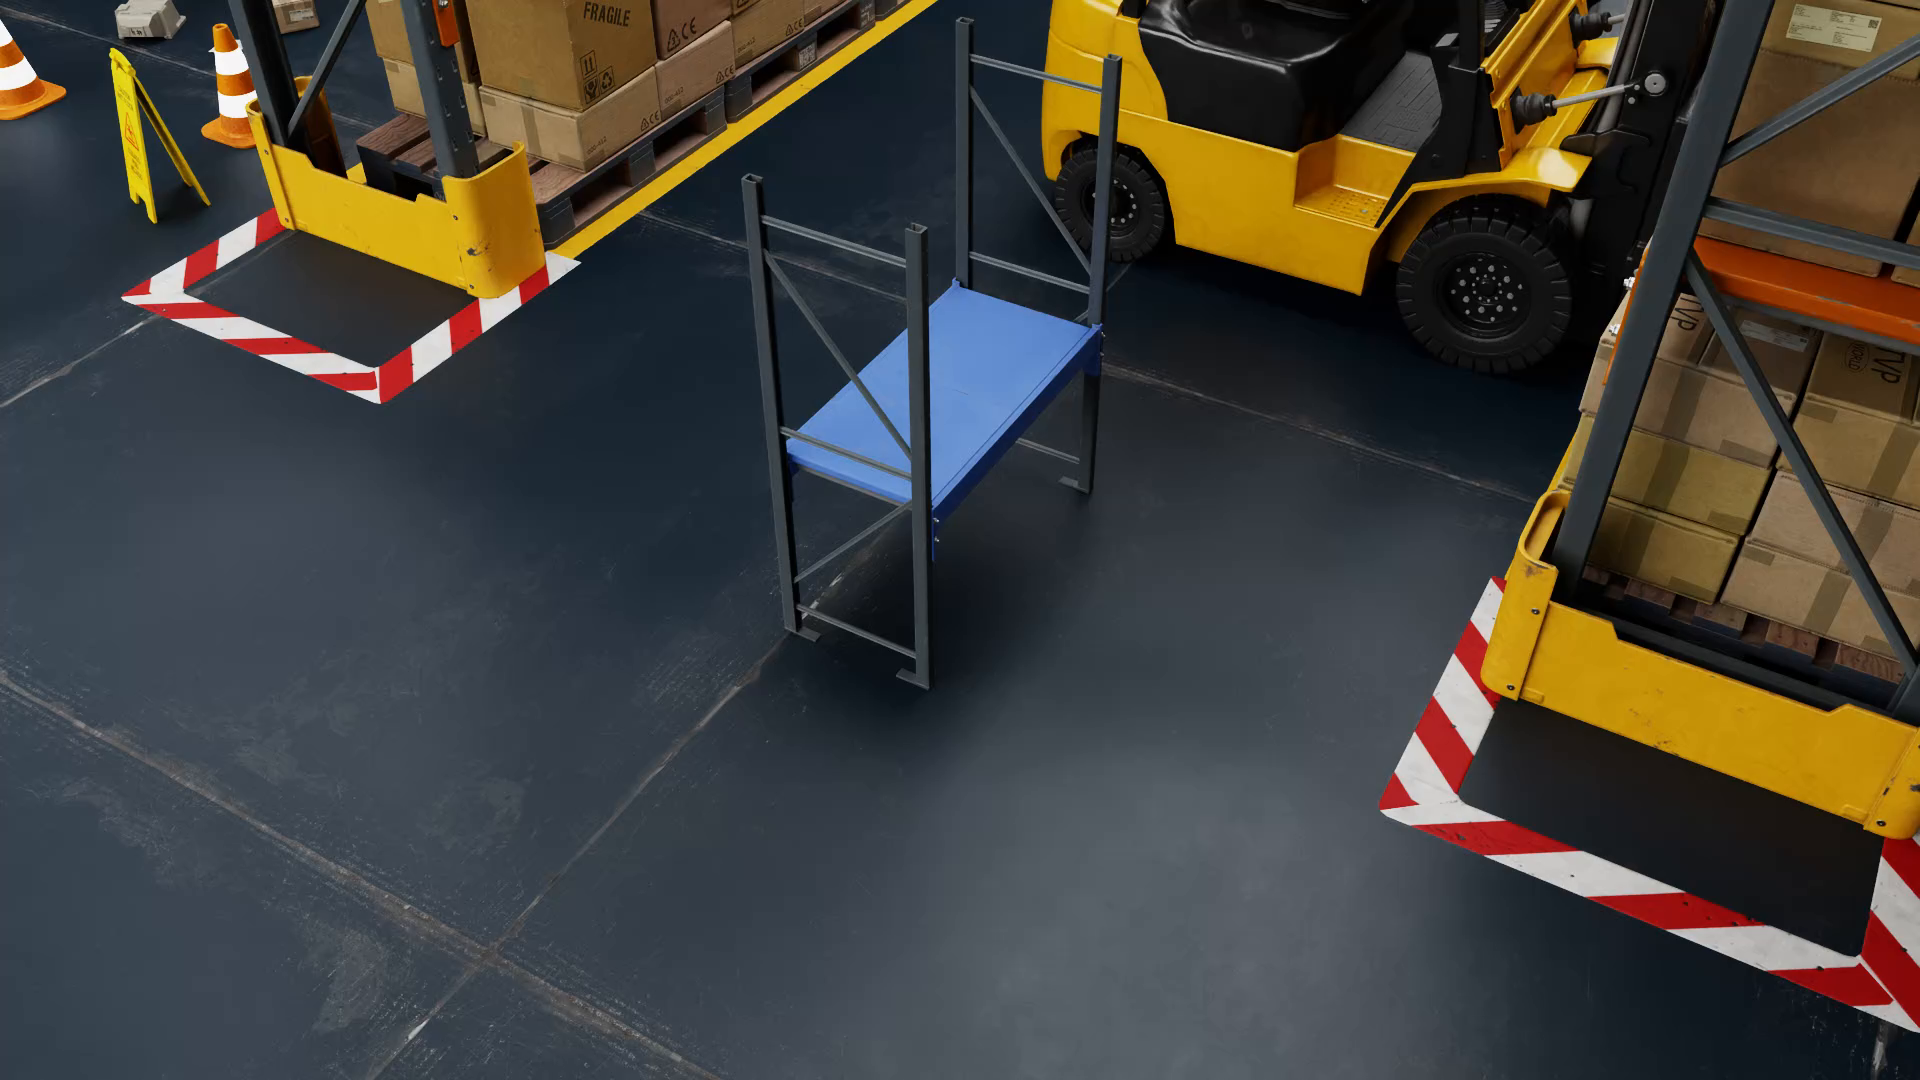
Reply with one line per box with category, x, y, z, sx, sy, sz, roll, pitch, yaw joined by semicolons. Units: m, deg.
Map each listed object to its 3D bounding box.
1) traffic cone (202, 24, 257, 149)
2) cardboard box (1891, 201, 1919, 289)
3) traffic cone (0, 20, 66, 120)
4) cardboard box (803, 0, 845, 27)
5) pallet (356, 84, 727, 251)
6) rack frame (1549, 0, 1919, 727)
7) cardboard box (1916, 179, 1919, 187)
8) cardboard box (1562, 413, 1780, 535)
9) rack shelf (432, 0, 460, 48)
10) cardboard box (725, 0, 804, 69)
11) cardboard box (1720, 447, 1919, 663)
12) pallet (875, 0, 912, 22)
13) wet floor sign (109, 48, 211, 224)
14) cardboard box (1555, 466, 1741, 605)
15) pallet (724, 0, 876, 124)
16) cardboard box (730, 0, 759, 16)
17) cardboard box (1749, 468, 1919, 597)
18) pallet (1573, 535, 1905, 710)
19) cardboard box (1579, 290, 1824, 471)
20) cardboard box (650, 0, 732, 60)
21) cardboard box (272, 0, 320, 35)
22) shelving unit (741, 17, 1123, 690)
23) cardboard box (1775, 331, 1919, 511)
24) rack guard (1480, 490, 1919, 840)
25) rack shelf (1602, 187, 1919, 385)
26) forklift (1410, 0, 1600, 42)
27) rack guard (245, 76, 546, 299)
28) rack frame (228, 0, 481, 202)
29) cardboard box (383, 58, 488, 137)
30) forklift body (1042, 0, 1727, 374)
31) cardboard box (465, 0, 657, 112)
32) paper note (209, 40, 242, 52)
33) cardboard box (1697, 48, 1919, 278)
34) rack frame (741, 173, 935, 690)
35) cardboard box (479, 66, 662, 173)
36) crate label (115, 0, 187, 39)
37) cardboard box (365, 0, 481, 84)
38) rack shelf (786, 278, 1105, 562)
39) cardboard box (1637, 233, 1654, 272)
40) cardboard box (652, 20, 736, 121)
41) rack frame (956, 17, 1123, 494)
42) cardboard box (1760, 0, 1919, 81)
traffic cone;-3.119;-1.989;7.159;0.336;0.463;0.334;21;45;22
cardboard box;2.571;-0.858;3.880;0.500;0.500;0.500;22;46;23
traffic cone;-4.250;-2.162;7.355;0.336;0.463;0.334;21;45;22
cardboard box;-0.795;-2.659;7.762;0.500;0.250;0.500;22;46;23
pallet;-1.742;-1.719;7.042;1.003;0.211;1.213;21;45;22
rack frame;2.082;-0.629;3.695;1.000;3.000;0.127;21;45;22
cardboard box;2.812;-1.164;4.226;0.500;0.500;0.500;22;46;23
cardboard box;2.055;-0.325;4.733;0.500;0.250;0.500;20;45;22
rack shelf;-1.216;-3.143;7.094;1.077;0.370;4.000;21;45;22
cardboard box;-1.050;-2.371;7.435;0.500;0.250;0.500;24;47;25
cardboard box;2.497;0.029;4.711;0.500;0.250;0.500;21;46;22
pallet;-0.521;-3.115;8.628;1.003;0.211;1.213;21;45;22
wet floor sign;-3.239;-1.630;6.613;0.232;0.644;0.267;-29;49;-29
cardboard box;2.044;-0.128;4.889;0.500;0.250;0.500;21;46;22
pallet;-1.131;-2.414;7.832;1.003;0.211;1.213;21;45;22
cardboard box;-1.047;-2.645;7.179;0.500;0.500;0.500;22;46;23
cardboard box;2.497;-0.143;4.527;0.500;0.250;0.500;22;46;23
pallet;2.429;-0.034;5.129;1.003;0.211;1.213;21;45;22
cardboard box;2.043;-0.497;4.551;0.500;0.250;0.500;22;46;23
cardboard box;-1.305;-2.360;6.856;0.500;0.500;0.500;19;45;21
cardboard box;-3.311;-2.617;8.109;0.250;0.149;0.380;-21;45;-22
shelving unit;-0.043;-0.514;4.699;0.538;1.500;1.048;21;45;22
cardboard box;2.487;-0.343;4.376;0.500;0.250;0.500;20;45;21
rack guard;2.070;0.322;4.506;1.175;0.500;0.348;21;45;22
rack shelf;3.083;-1.504;5.232;1.077;0.370;4.000;21;45;22
forklift;1.729;-4.157;7.753;3.031;2.935;1.130;32;50;31
rack guard;-2.179;-1.374;6.432;1.175;0.500;0.348;21;45;22
rack frame;-2.217;-2.269;5.557;1.000;3.000;0.127;21;45;22
cardboard box;-2.034;-1.960;6.969;0.500;0.250;0.500;21;45;22
forklift body;1.452;-1.999;5.893;2.313;2.155;1.214;21;45;22
cardboard box;-1.563;-2.060;6.515;0.500;0.500;0.500;19;45;21
paper note;-3.468;-2.354;7.900;0.148;0.019;0.142;7;42;8
cardboard box;2.101;-1.035;4.080;0.500;0.500;0.500;20;45;21
rack frame;-0.297;-0.223;4.369;0.500;1.500;0.032;21;45;22
cardboard box;-1.574;-1.765;6.747;0.500;0.250;0.500;21;45;22
crate label;-3.910;-2.510;7.997;0.250;0.136;0.298;0;41;0
cardboard box;-2.042;-2.221;6.697;0.500;0.500;0.500;21;46;22
rack shelf;-0.043;-0.379;4.818;0.538;0.185;1.000;21;45;22
cardboard box;2.293;-0.791;4.885;0.500;0.250;0.500;22;46;23
cardboard box;-1.312;-2.054;7.076;0.500;0.250;0.500;23;46;24
rack frame;0.212;-0.805;5.029;0.500;1.500;0.032;21;45;22
cardboard box;2.013;-1.201;3.778;0.380;0.149;0.250;22;46;23
